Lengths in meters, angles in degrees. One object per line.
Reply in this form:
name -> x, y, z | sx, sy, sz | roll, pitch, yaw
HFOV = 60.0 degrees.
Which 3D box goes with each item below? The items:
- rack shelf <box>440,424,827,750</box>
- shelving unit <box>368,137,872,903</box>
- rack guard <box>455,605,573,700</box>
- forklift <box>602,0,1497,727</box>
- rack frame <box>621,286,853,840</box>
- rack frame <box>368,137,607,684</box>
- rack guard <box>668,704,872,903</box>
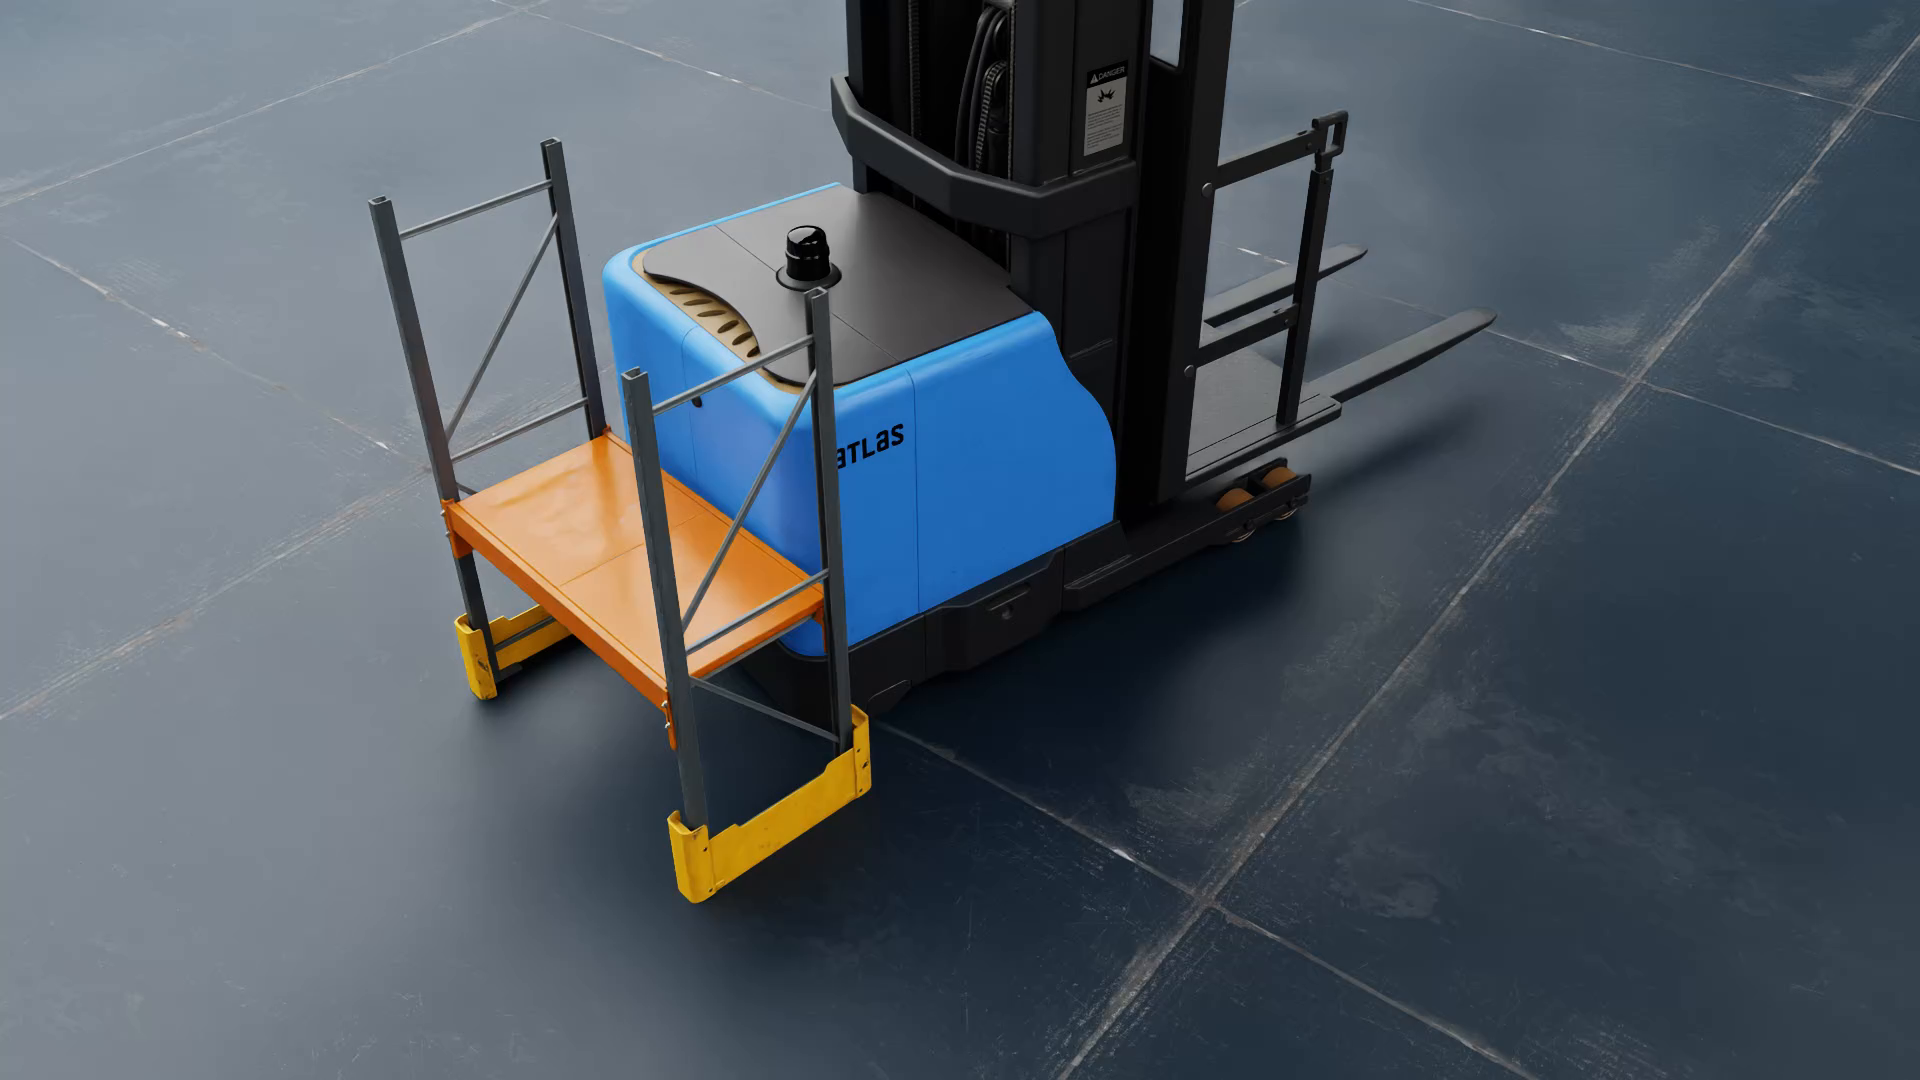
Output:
rack shelf -> -0.817, 0.083, 4.219 | 0.538, 0.185, 1.000 | -30, 47, -33
shelving unit -> -0.810, -0.054, 4.103 | 0.587, 1.500, 1.083 | -30, 47, -33
rack guard -> -1.152, 0.215, 4.773 | 0.587, 0.250, 0.087 | -30, 47, -33
forklift -> 0.500, -1.385, 4.641 | 3.031, 2.935, 1.130 | -25, 44, -28
rack frame -> -0.467, 0.169, 3.817 | 0.500, 1.500, 0.032 | -30, 47, -33
rack frame -> -1.166, -0.286, 4.399 | 0.500, 1.500, 0.032 | -30, 47, -33
rack guard -> -0.468, 0.661, 4.203 | 0.587, 0.250, 0.087 | -30, 47, -33
